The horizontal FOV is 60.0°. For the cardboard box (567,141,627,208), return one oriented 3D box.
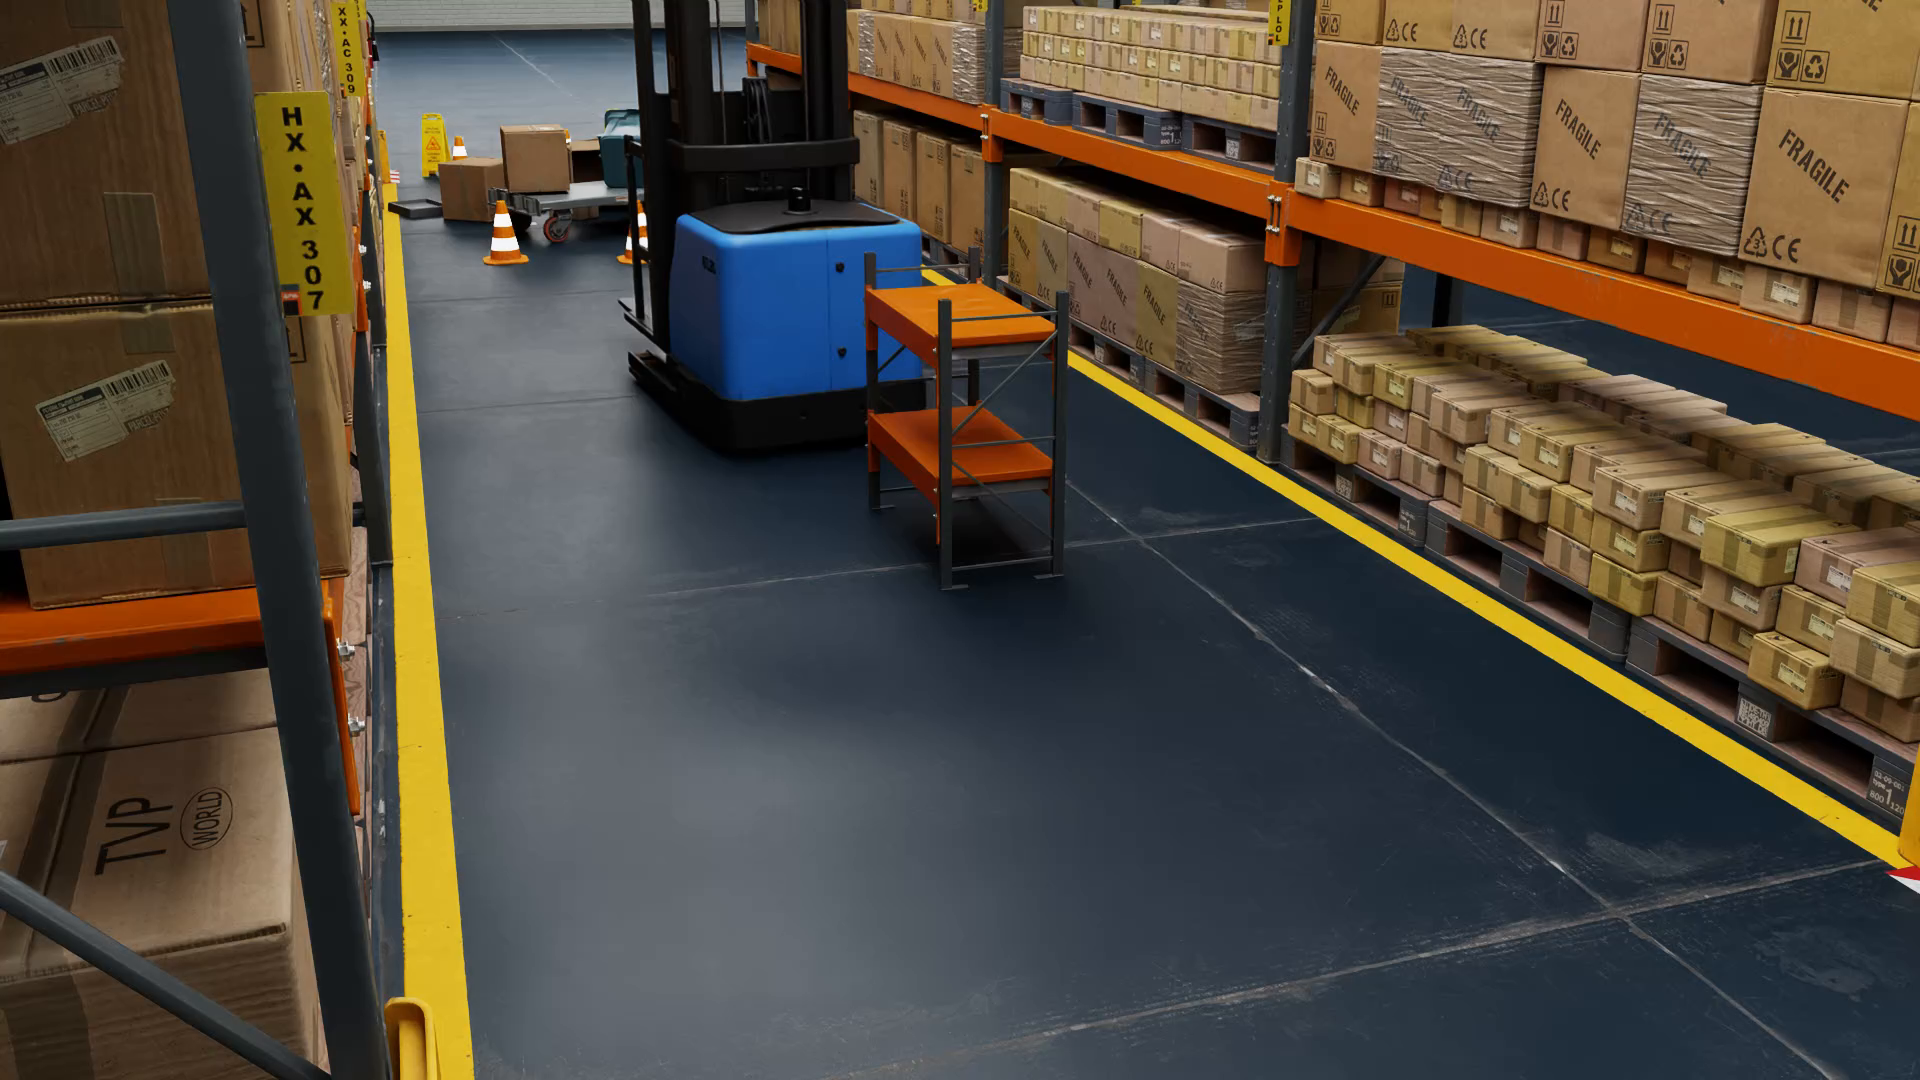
[{"bbox_3d":[-3.266,-3.421,15.495,0.797,0.637,0.503,-6,21,-17],"label":"cardboard box"}]

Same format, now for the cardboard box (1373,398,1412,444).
[{"bbox_3d":[2.002,-0.533,7.118,0.380,0.149,0.250,-7,21,-18],"label":"cardboard box"}]

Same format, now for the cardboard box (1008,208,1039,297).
[{"bbox_3d":[0.639,-1.884,10.800,0.500,0.500,0.500,-7,21,-20],"label":"cardboard box"}]

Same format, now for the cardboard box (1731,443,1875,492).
[{"bbox_3d":[2.938,-0.220,5.809,0.380,0.149,0.250,-6,20,-15],"label":"cardboard box"}]

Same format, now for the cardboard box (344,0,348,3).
[{"bbox_3d":[-3.429,-2.774,8.575,0.500,0.500,0.500,-6,21,-16],"label":"cardboard box"}]

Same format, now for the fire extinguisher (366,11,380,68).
[{"bbox_3d":[-6.122,-5.175,17.001,0.296,0.674,0.183,-6,21,-17],"label":"fire extinguisher"}]

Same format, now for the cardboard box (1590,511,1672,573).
[{"bbox_3d":[2.396,-0.016,5.679,0.380,0.149,0.250,-6,21,-16],"label":"cardboard box"}]

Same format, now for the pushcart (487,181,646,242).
[{"bbox_3d":[-3.117,-2.866,14.338,1.648,0.377,0.936,-15,25,-36],"label":"pushcart"}]

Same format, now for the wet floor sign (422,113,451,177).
[{"bbox_3d":[-5.567,-4.192,17.633,0.267,0.644,0.232,1,20,2],"label":"wet floor sign"}]

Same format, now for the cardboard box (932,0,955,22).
[{"bbox_3d":[0.203,-4.106,12.283,0.700,0.500,0.500,-7,21,-18],"label":"cardboard box"}]

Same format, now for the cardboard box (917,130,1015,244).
[{"bbox_3d":[0.275,-2.741,12.816,1.050,0.750,0.750,-6,21,-16],"label":"cardboard box"}]

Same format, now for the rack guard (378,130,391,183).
[{"bbox_3d":[-6.499,-3.925,17.104,1.175,0.500,0.348,-6,21,-17],"label":"rack guard"}]

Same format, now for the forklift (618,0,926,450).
[{"bbox_3d":[-1.228,-2.269,8.897,1.130,2.935,3.031,-9,21,-22],"label":"forklift"}]

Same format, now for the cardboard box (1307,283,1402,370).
[{"bbox_3d":[1.935,-1.120,8.673,0.500,0.500,0.500,-6,20,-15],"label":"cardboard box"}]

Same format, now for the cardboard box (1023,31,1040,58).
[{"bbox_3d":[0.620,-3.160,10.586,0.380,0.149,0.250,-5,20,-15],"label":"cardboard box"}]

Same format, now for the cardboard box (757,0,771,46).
[{"bbox_3d":[-1.696,-5.640,17.960,0.875,0.550,0.550,-6,21,-17],"label":"cardboard box"}]

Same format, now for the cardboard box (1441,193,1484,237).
[{"bbox_3d":[2.077,-1.258,6.354,0.380,0.149,0.250,-6,21,-16],"label":"cardboard box"}]

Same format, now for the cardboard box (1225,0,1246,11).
[{"bbox_3d":[3.419,-5.873,18.243,0.875,0.500,0.500,-6,21,-17],"label":"cardboard box"}]

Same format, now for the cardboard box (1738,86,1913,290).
[{"bbox_3d":[2.631,-1.019,4.729,0.500,0.500,0.500,-7,21,-18],"label":"cardboard box"}]

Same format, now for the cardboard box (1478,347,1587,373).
[{"bbox_3d":[2.478,-0.726,7.215,0.380,0.149,0.250,-7,21,-18],"label":"cardboard box"}]

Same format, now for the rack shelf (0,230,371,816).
[{"bbox_3d":[-2.123,-0.294,4.363,1.077,0.370,4.000,-6,21,-17],"label":"rack shelf"}]

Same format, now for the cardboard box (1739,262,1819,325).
[{"bbox_3d":[2.564,-0.748,4.933,0.380,0.149,0.250,-6,21,-16],"label":"cardboard box"}]

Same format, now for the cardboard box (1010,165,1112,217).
[{"bbox_3d":[0.646,-2.244,10.693,0.500,0.250,0.500,-7,21,-20],"label":"cardboard box"}]

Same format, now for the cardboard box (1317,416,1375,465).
[{"bbox_3d":[1.809,-0.453,7.335,0.380,0.149,0.250,-6,21,-16],"label":"cardboard box"}]

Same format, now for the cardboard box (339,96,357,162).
[{"bbox_3d":[-2.622,-1.610,6.445,0.500,0.250,0.500,-7,21,-19],"label":"cardboard box"}]

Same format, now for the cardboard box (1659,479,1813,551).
[{"bbox_3d":[2.518,-0.074,5.402,0.380,0.149,0.250,-7,21,-19],"label":"cardboard box"}]

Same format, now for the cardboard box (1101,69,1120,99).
[{"bbox_3d":[1.026,-2.606,9.484,0.380,0.149,0.250,-6,21,-16],"label":"cardboard box"}]

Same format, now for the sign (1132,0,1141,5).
[{"bbox_3d":[1.171,-3.685,11.143,0.100,0.325,0.005,-6,21,-17],"label":"sign"}]

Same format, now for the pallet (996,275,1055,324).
[{"bbox_3d":[0.903,-1.553,10.929,1.003,0.211,1.213,-6,21,-17],"label":"pallet"}]

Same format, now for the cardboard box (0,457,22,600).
[{"bbox_3d":[-1.897,-0.165,2.790,0.500,0.500,0.500,-6,21,-17],"label":"cardboard box"}]

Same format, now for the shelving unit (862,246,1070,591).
[{"bbox_3d":[0.002,-0.527,6.720,0.538,1.125,1.048,-6,21,-17],"label":"shelving unit"}]

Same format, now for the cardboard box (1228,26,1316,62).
[{"bbox_3d":[1.519,-2.387,7.994,0.380,0.149,0.250,-7,21,-19],"label":"cardboard box"}]

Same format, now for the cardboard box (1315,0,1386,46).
[{"bbox_3d":[1.826,-2.320,6.871,0.500,0.500,0.500,-6,21,-16],"label":"cardboard box"}]

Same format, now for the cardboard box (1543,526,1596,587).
[{"bbox_3d":[2.335,0.039,5.966,0.380,0.149,0.250,-6,21,-16],"label":"cardboard box"}]

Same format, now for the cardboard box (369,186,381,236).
[{"bbox_3d":[-4.870,-2.404,12.439,0.950,0.372,0.625,-5,20,-14],"label":"cardboard box"}]

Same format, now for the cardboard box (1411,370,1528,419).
[{"bbox_3d":[2.088,-0.584,6.822,0.380,0.149,0.250,-7,21,-19],"label":"cardboard box"}]

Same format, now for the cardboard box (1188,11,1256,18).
[{"bbox_3d":[1.565,-3.039,9.811,0.380,0.149,0.250,-6,21,-17],"label":"cardboard box"}]

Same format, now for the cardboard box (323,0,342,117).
[{"bbox_3d":[-2.341,-1.670,5.502,0.500,0.500,0.500,-7,21,-18],"label":"cardboard box"}]

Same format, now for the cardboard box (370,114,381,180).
[{"bbox_3d":[-5.195,-3.316,14.049,0.500,0.500,0.500,-5,20,-15],"label":"cardboard box"}]

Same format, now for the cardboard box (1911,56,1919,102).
[{"bbox_3d":[2.793,-1.327,4.108,0.500,0.500,0.500,-7,21,-18],"label":"cardboard box"}]

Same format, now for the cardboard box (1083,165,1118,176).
[{"bbox_3d":[1.122,-2.299,10.847,0.500,0.250,0.500,-7,21,-18],"label":"cardboard box"}]

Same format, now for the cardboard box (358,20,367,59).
[{"bbox_3d":[-5.140,-4.200,13.584,0.500,0.500,0.500,-6,21,-17],"label":"cardboard box"}]

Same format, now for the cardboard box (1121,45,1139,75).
[{"bbox_3d":[1.115,-2.660,9.196,0.380,0.149,0.250,-6,21,-15],"label":"cardboard box"}]

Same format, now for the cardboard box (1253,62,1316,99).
[{"bbox_3d":[1.603,-2.159,7.801,0.380,0.149,0.250,-6,21,-16],"label":"cardboard box"}]

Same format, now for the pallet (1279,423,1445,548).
[{"bbox_3d":[2.161,-0.309,7.464,1.003,0.211,1.213,-6,21,-17],"label":"pallet"}]

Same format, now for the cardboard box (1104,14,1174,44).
[{"bbox_3d":[1.035,-2.886,9.383,0.380,0.149,0.250,-6,21,-16],"label":"cardboard box"}]

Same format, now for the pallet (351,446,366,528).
[{"bbox_3d":[-3.066,-0.202,7.166,1.003,0.211,1.213,-6,21,-17],"label":"pallet"}]

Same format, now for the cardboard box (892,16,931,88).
[{"bbox_3d":[-0.215,-3.764,12.812,0.500,0.500,0.500,-6,21,-16],"label":"cardboard box"}]

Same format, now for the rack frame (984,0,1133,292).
[{"bbox_3d":[0.659,-3.117,11.156,1.000,3.000,0.127,-6,21,-17],"label":"rack frame"}]

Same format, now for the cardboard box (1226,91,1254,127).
[{"bbox_3d":[1.521,-2.102,8.082,0.380,0.149,0.250,-6,21,-17],"label":"cardboard box"}]

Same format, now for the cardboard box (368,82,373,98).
[{"bbox_3d":[-5.688,-4.181,15.498,0.380,0.149,0.250,-5,20,-15],"label":"cardboard box"}]
